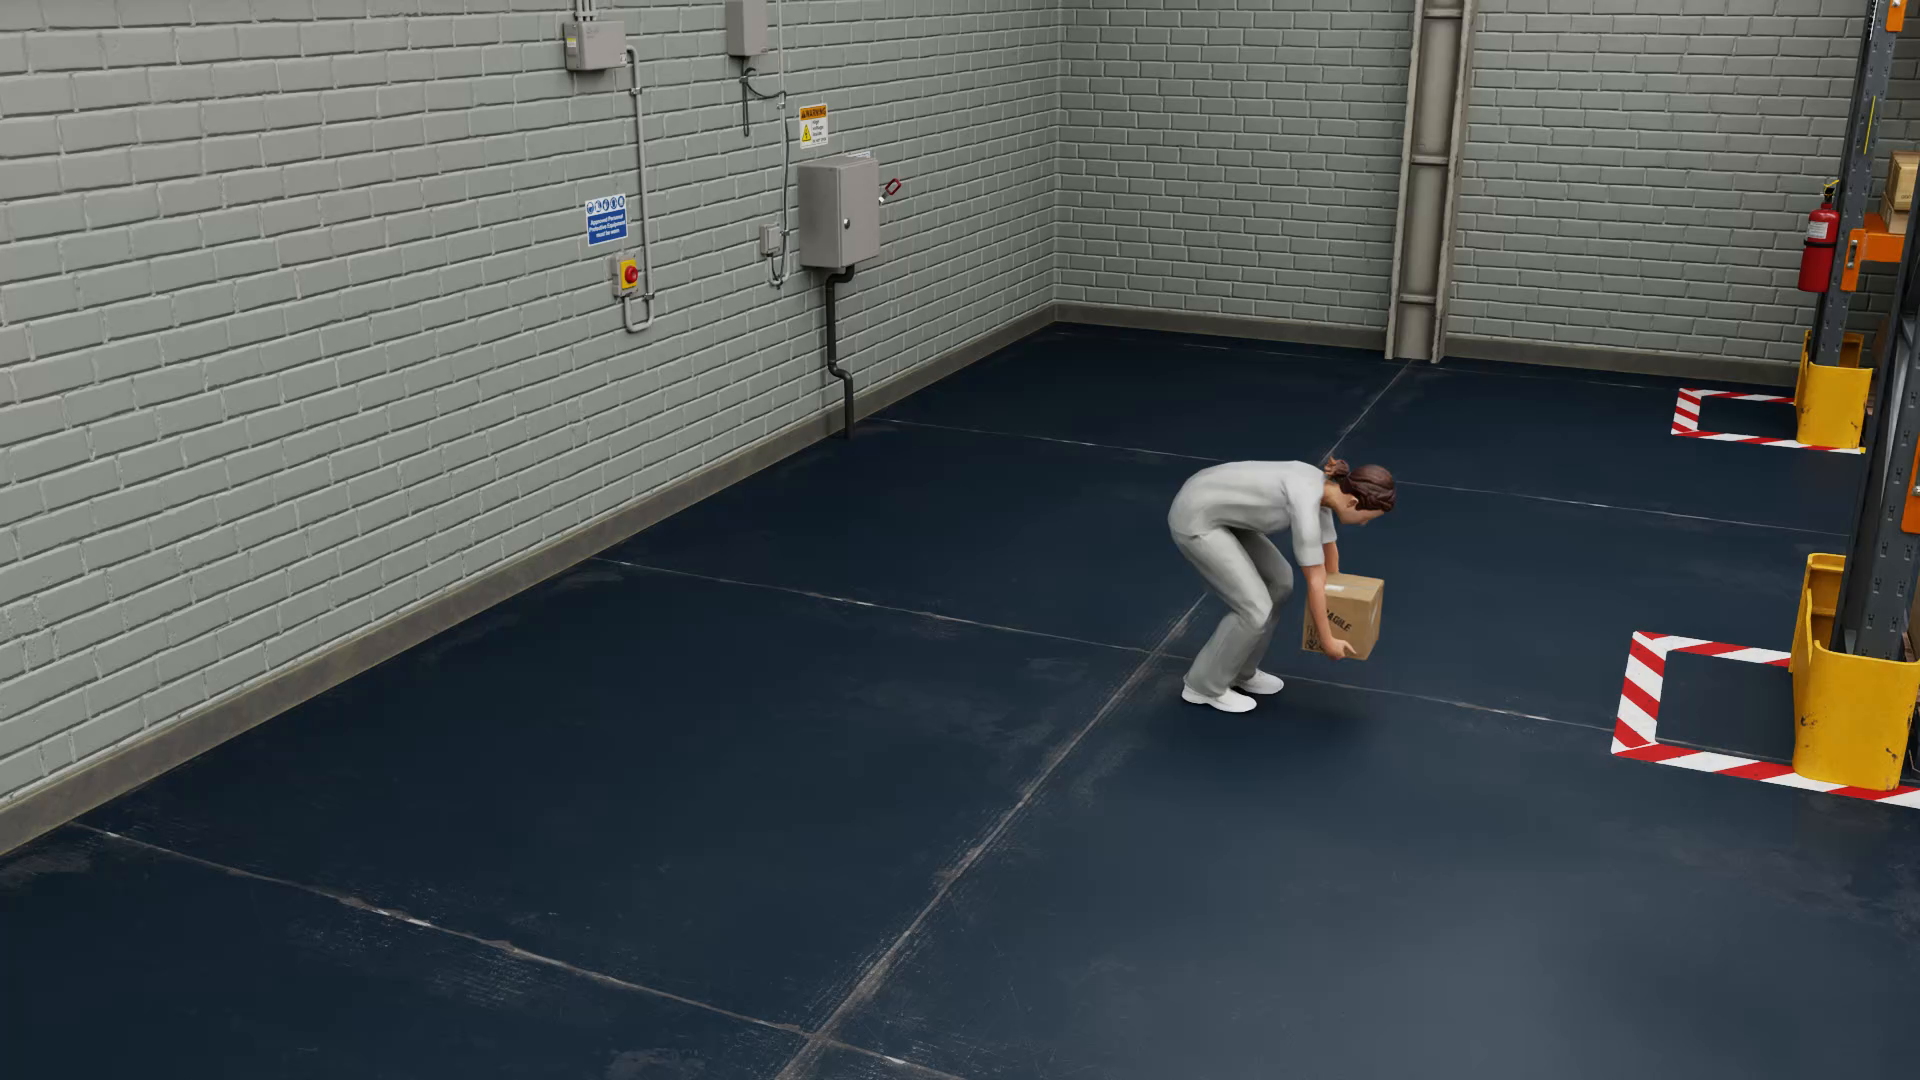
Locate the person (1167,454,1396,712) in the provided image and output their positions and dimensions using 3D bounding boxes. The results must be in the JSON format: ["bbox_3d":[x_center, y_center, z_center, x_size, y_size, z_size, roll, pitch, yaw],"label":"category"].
[{"bbox_3d":[1.245,0.158,6.558,0.865,1.057,0.451,7,20,20],"label":"person"}]
